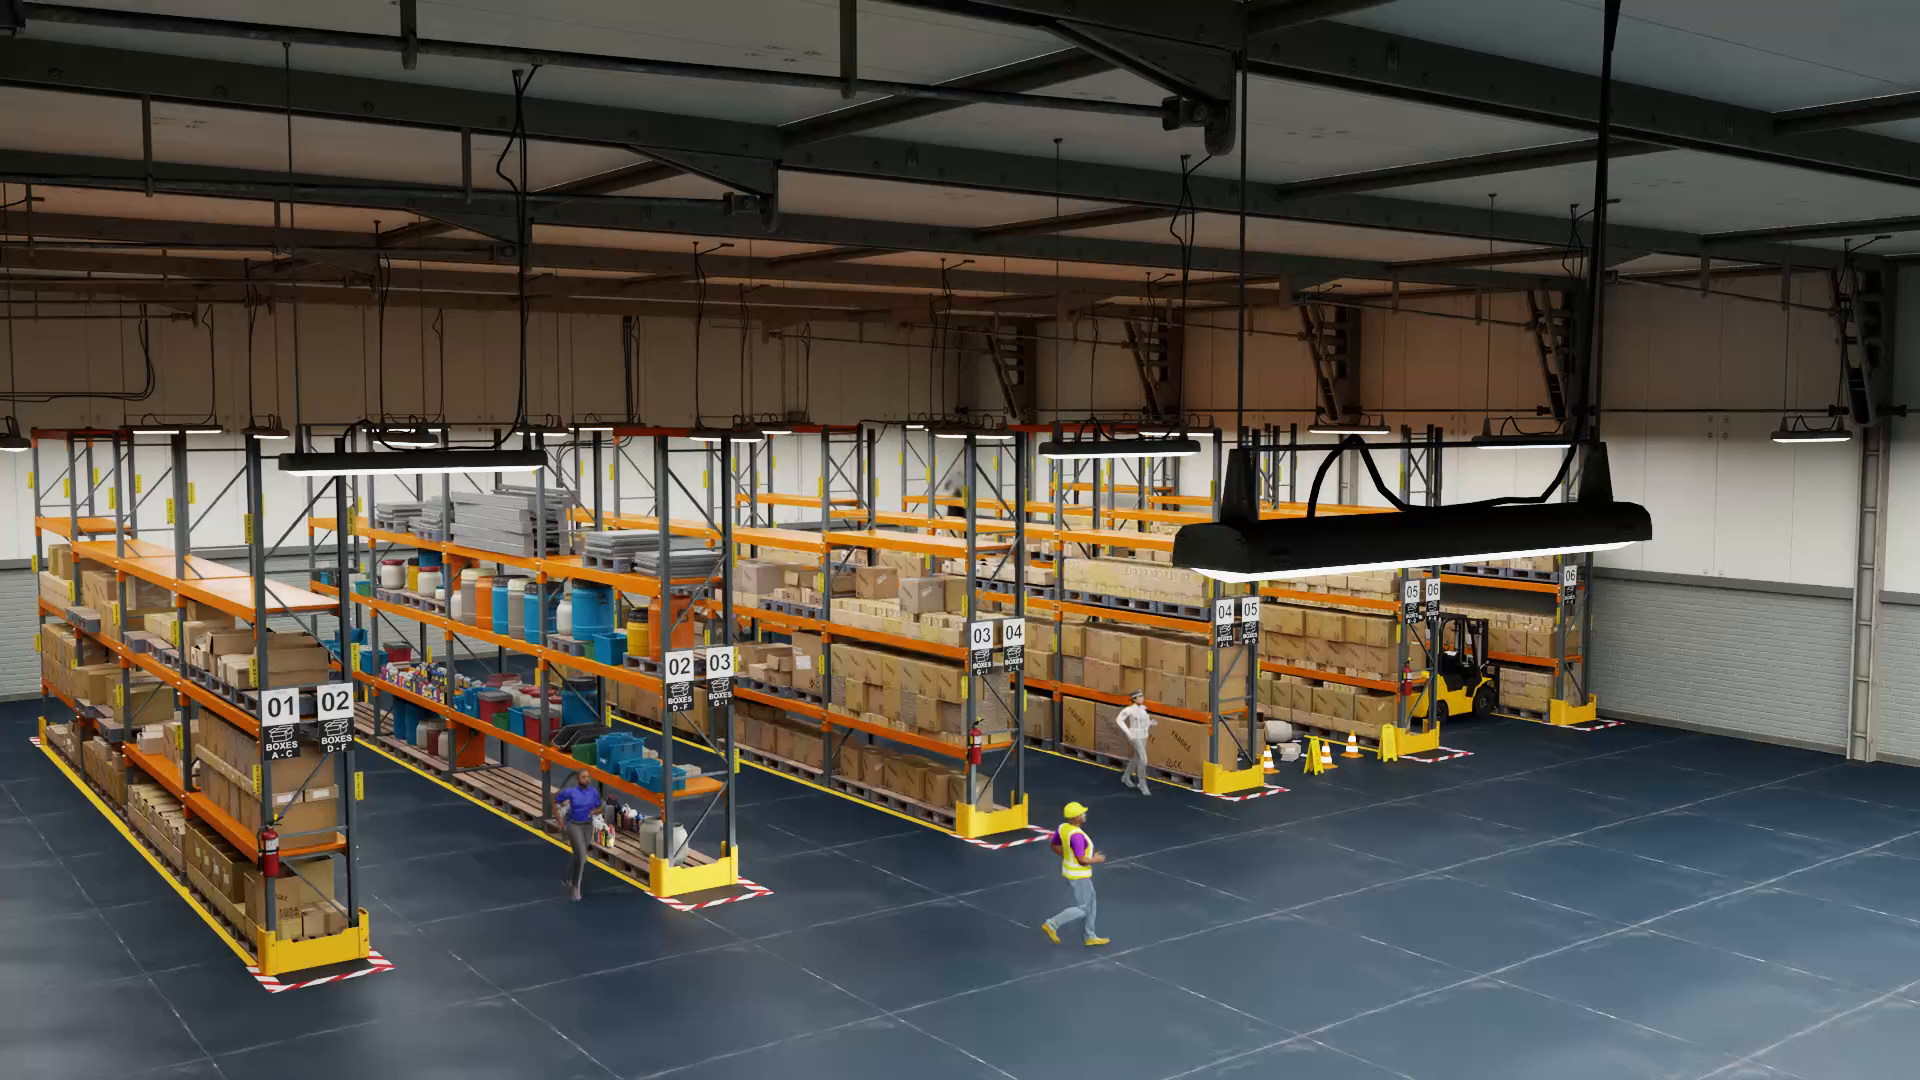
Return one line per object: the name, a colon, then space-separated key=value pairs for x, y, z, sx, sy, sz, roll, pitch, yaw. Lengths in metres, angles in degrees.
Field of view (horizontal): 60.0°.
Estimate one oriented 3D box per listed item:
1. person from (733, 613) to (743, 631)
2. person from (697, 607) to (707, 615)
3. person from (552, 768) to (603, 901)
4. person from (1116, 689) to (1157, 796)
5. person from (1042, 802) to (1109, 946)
person: x=-5.598 y=2.284 z=41.693 sx=0.674 sy=1.603 sz=0.589 roll=-3 pitch=5 yaw=-32
person: x=-6.270 y=2.280 z=40.960 sx=0.771 sy=1.778 sz=0.847 roll=3 pitch=5 yaw=32
person: x=-4.961 y=3.824 z=21.724 sx=0.681 sy=1.664 sz=0.572 roll=4 pitch=6 yaw=45
person: x=2.945 y=3.311 z=27.520 sx=0.700 sy=1.727 sz=0.594 roll=4 pitch=6 yaw=41
person: x=1.352 y=3.930 z=19.500 sx=0.864 sy=1.741 sz=0.714 roll=-1 pitch=5 yaw=-14
